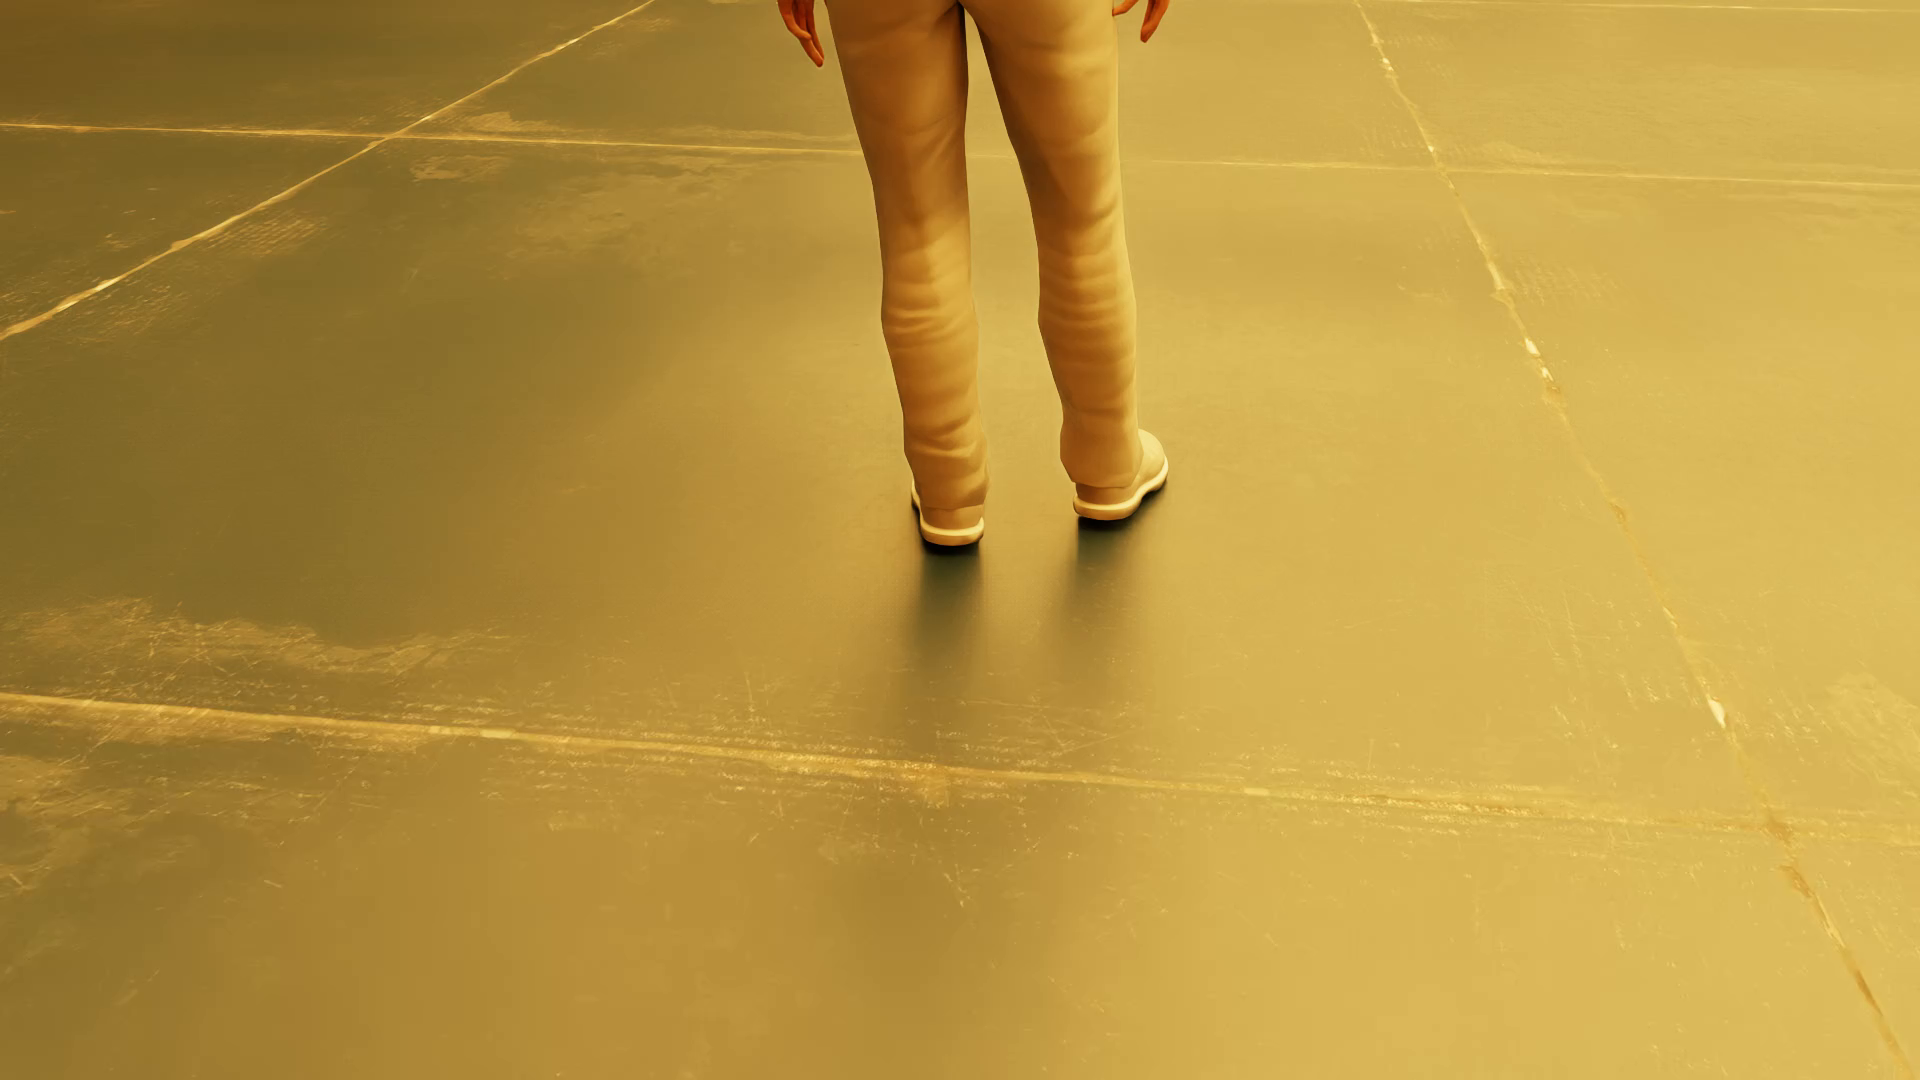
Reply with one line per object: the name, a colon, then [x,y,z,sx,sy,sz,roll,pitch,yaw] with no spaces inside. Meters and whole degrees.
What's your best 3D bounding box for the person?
person: [0.030,-0.796,2.182,0.569,1.694,0.530,3,27,7]
